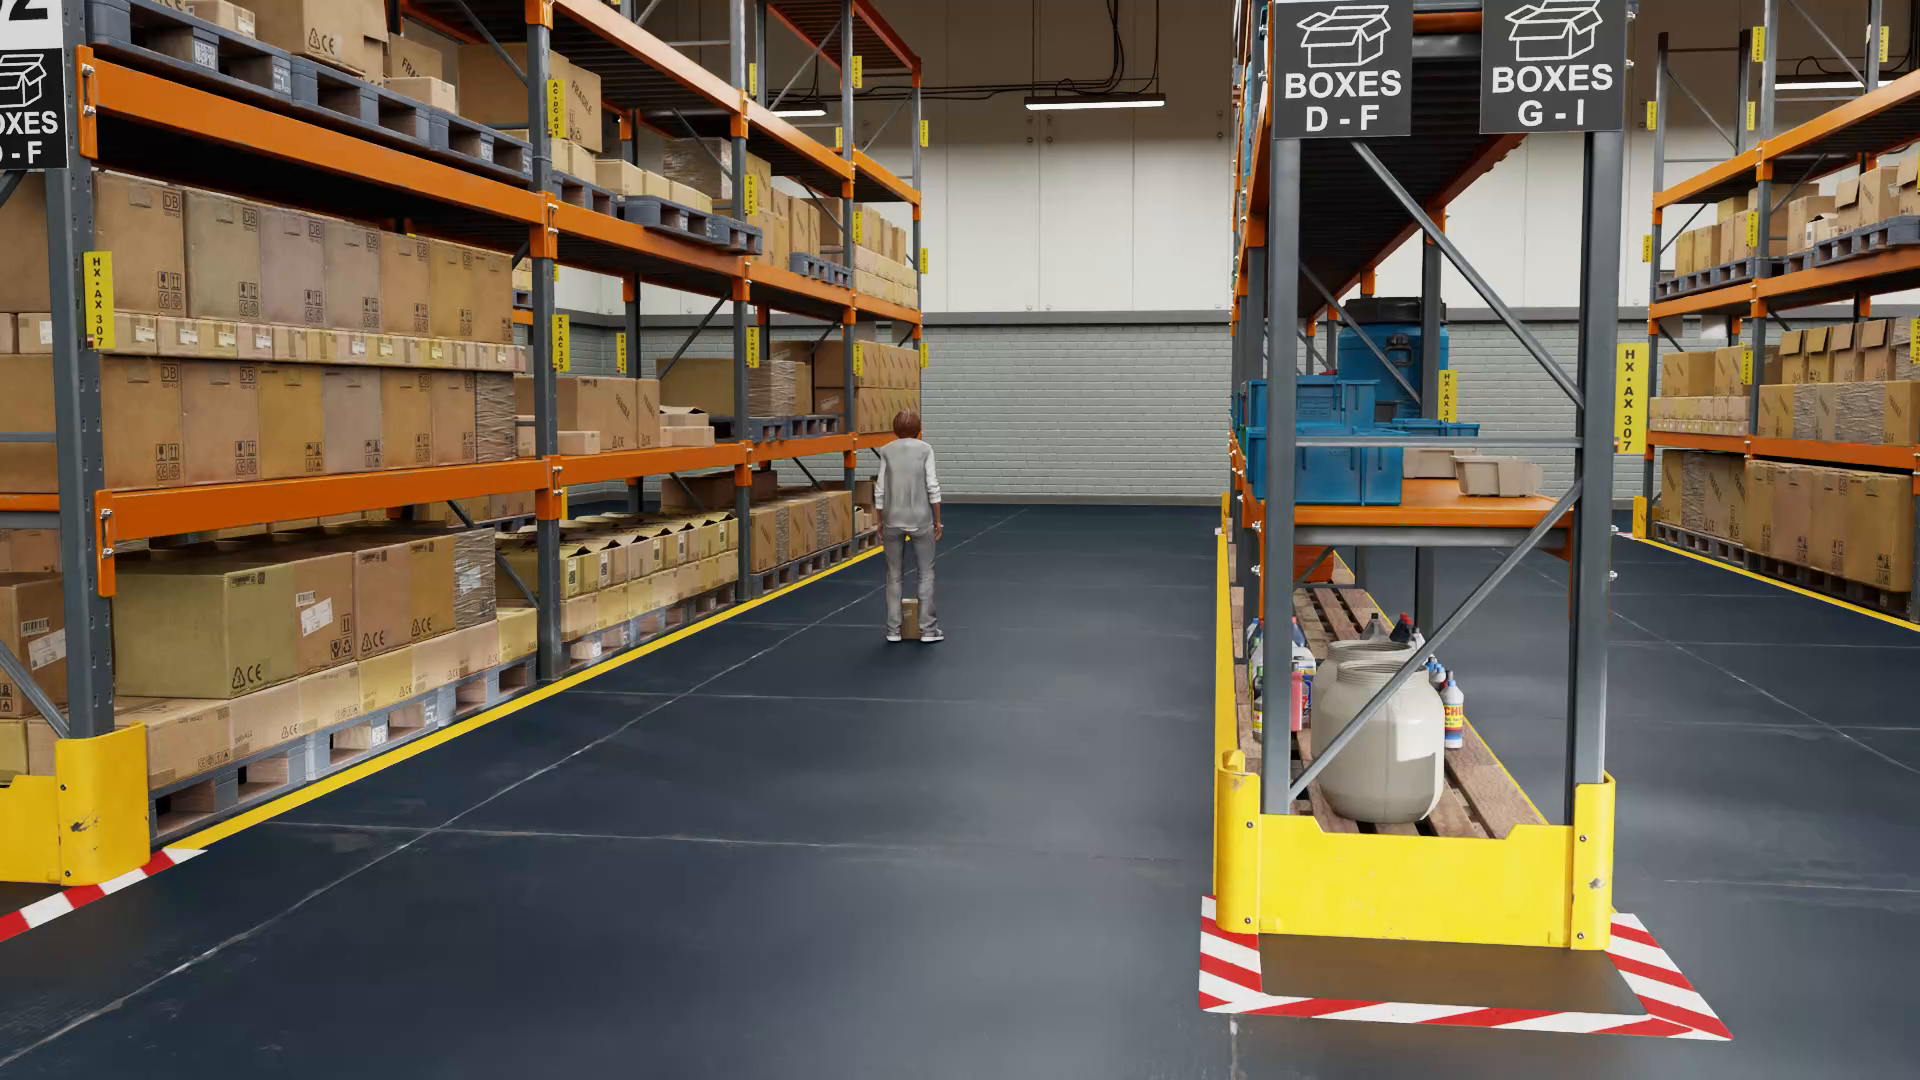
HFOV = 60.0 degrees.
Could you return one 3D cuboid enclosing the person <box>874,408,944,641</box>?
[{"bbox_3d":[-0.353,-0.099,11.338,0.460,1.593,0.344,1,5,9],"label":"person"}]
